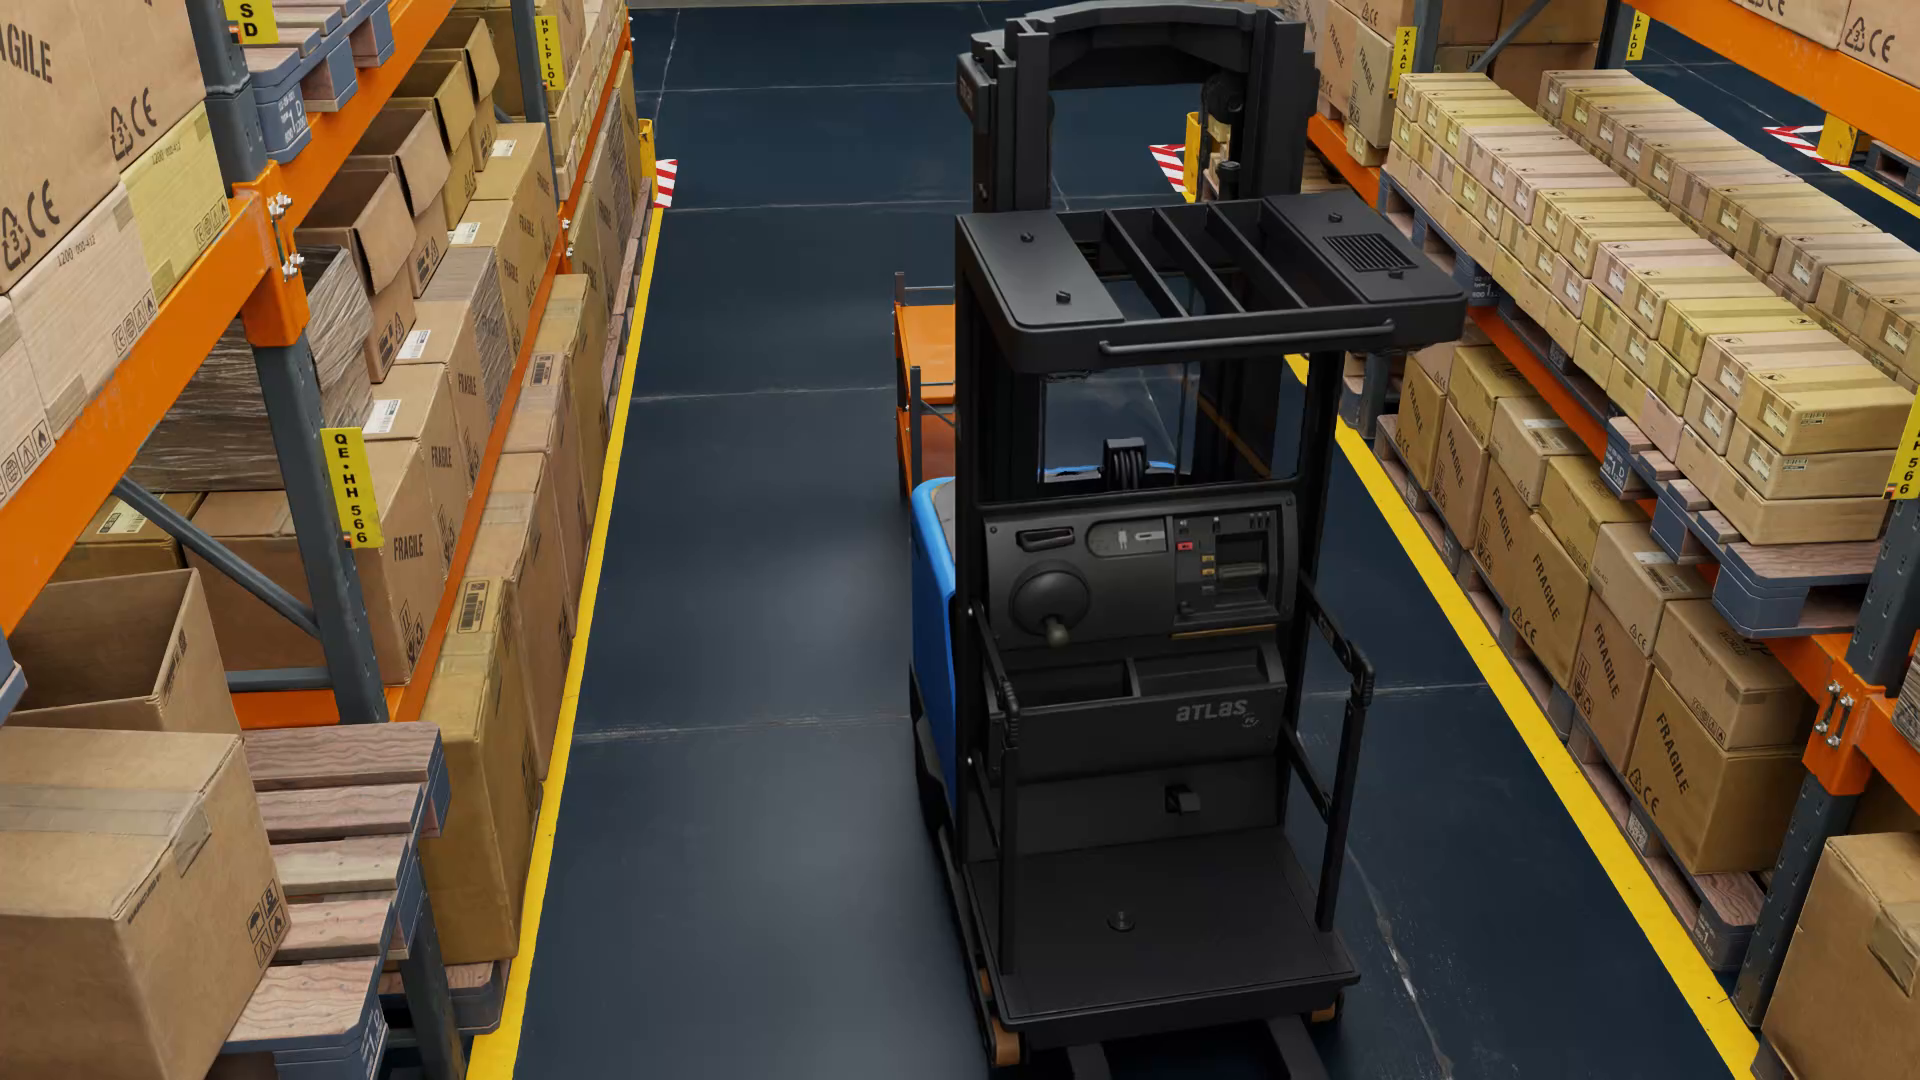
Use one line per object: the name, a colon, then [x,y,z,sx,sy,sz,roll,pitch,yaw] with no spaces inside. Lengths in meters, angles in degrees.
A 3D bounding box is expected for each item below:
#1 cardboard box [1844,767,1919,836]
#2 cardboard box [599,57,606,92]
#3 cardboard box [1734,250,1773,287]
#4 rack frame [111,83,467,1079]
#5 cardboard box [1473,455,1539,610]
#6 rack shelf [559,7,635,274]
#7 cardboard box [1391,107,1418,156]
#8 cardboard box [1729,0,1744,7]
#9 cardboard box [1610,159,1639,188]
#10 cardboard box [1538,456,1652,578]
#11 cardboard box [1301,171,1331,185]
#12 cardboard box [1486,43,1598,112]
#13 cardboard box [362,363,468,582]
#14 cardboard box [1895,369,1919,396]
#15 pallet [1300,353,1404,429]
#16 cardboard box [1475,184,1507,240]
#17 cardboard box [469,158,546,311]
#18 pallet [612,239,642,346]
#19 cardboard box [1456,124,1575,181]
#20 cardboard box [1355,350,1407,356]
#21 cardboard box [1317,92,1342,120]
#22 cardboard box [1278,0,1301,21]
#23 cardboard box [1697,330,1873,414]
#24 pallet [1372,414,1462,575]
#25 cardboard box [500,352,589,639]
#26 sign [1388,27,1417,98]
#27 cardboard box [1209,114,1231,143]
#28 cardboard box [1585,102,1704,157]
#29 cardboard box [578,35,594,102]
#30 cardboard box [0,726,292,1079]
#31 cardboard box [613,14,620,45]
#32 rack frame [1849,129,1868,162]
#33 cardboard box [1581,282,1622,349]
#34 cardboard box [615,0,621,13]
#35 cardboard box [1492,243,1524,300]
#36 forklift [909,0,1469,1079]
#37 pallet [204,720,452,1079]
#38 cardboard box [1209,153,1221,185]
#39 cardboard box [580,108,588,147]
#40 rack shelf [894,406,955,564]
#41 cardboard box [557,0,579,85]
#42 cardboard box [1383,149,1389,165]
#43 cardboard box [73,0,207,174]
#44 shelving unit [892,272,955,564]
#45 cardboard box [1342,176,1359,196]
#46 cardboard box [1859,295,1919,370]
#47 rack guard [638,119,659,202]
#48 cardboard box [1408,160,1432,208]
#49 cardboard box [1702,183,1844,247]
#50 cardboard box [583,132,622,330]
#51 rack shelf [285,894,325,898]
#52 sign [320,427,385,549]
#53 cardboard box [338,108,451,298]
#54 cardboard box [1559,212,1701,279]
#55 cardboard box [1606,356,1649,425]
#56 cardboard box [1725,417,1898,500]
cardboard box: [3.142,0.706,5.671,0.500,0.500,0.500,-4,31,-7]
cardboard box: [-2.237,-2.658,9.519,0.380,0.149,0.250,-2,31,-4]
cardboard box: [2.987,-0.928,5.923,0.380,0.149,0.250,-3,31,-5]
rack frame: [-1.993,0.372,4.201,1.000,3.000,0.127,-3,31,-5]
cardboard box: [2.499,-0.036,6.913,0.500,0.500,0.500,-2,31,-4]
rack shelf: [-2.554,-2.382,9.514,1.077,0.370,4.000,-3,31,-5]
cardboard box: [2.159,-1.833,7.439,0.380,0.149,0.250,-2,31,-4]
cardboard box: [2.546,-1.934,5.040,0.500,0.500,0.500,-3,31,-5]
cardboard box: [2.890,-1.462,6.817,0.380,0.149,0.250,-4,31,-6]
cardboard box: [2.539,-0.097,6.284,0.500,0.250,0.500,-2,31,-3]
cardboard box: [2.060,-2.155,10.223,0.380,0.149,0.250,-2,31,-4]
cardboard box: [2.785,-2.291,8.273,0.500,0.500,0.500,-3,31,-5]
cardboard box: [-1.818,-0.195,5.054,0.500,0.500,0.500,-4,31,-6]
cardboard box: [3.082,-0.408,5.054,0.380,0.149,0.250,-1,31,-2]
pallet: [2.483,-1.000,9.218,1.003,0.211,1.213,-3,31,-5]
cardboard box: [2.262,-1.298,6.544,0.380,0.149,0.250,-2,31,-3]
cardboard box: [-2.012,-1.234,6.793,0.500,0.500,0.500,-2,31,-3]
pallet: [-2.478,-1.489,10.037,1.003,0.211,1.213,-3,31,-5]
cardboard box: [2.234,-1.560,6.692,0.380,0.149,0.250,-3,31,-5]
cardboard box: [2.235,-1.085,8.723,0.380,0.149,0.250,-2,31,-4]
cardboard box: [2.168,-2.418,9.118,0.380,0.149,0.250,-4,31,-7]
cardboard box: [2.136,-3.043,9.533,0.500,0.500,0.500,-4,31,-6]
cardboard box: [2.431,-0.498,4.914,0.380,0.149,0.250,-3,31,-5]
pallet: [2.655,-0.261,7.981,1.003,0.211,1.213,-3,31,-5]
cardboard box: [-2.203,-0.156,6.748,1.225,0.875,0.875,-4,31,-6]
sign: [2.041,-2.197,7.660,0.100,0.325,0.005,-3,31,-5]
cardboard box: [1.917,-2.826,11.346,0.380,0.149,0.250,-4,31,-7]
cardboard box: [2.860,-1.719,6.958,0.380,0.149,0.250,-4,31,-6]
cardboard box: [-2.246,-2.504,8.873,0.500,0.250,0.500,-2,31,-3]
cardboard box: [-1.752,0.703,3.140,0.700,0.500,0.500,2,31,3]
cardboard box: [-2.331,-3.177,10.388,0.380,0.149,0.250,-3,31,-4]
rack frame: [7.126,-4.187,11.834,1.000,3.000,0.127,-3,31,-5]
cardboard box: [2.357,-0.769,5.658,0.380,0.149,0.250,-3,31,-5]
cardboard box: [-2.431,-3.541,10.609,0.500,0.250,0.500,-3,31,-5]
cardboard box: [2.287,-1.039,6.399,0.380,0.149,0.250,-3,31,-5]
forklift: [0.573,0.141,4.656,1.130,2.935,3.031,-5,31,-9]
pallet: [-1.821,0.814,3.650,1.213,0.211,1.003,-3,31,-5]
cardboard box: [1.937,-2.572,11.501,0.380,0.149,0.250,-2,31,-4]
cardboard box: [-2.140,-2.132,8.639,0.380,0.149,0.250,-4,31,-6]
rack shelf: [-0.001,-0.276,7.593,0.538,0.278,1.000,-3,31,-5]
cardboard box: [-2.196,-2.564,8.242,0.500,0.500,0.500,-3,31,-5]
cardboard box: [2.321,-1.883,8.222,0.380,0.149,0.250,-3,31,-5]
cardboard box: [-1.700,-0.941,2.890,0.500,0.500,0.500,-2,31,-3]
shelving unit: [-0.001,-0.486,7.467,0.538,1.125,1.048,-3,31,-5]
cardboard box: [2.581,-2.185,10.273,0.380,0.149,0.250,-4,31,-6]
cardboard box: [3.058,-0.649,5.167,0.380,0.149,0.250,-3,31,-5]
rack guard: [-2.743,-2.651,11.701,1.175,0.500,0.348,-3,31,-5]
cardboard box: [2.191,-1.564,7.278,0.380,0.149,0.250,-2,31,-4]
cardboard box: [2.960,-1.185,6.064,0.380,0.149,0.250,-3,31,-5]
cardboard box: [-2.433,-1.738,9.397,0.875,0.875,0.875,-3,31,-5]
rack shelf: [-1.807,1.702,2.676,1.077,0.370,4.000,-3,31,-5]
sign: [-1.454,-0.121,3.976,0.100,0.325,0.005,-3,31,-5]
cardboard box: [-2.173,-1.150,5.675,0.797,0.503,0.637,-2,31,-3]
cardboard box: [2.333,-1.030,5.804,0.380,0.149,0.250,-1,31,-2]
cardboard box: [2.385,-0.501,5.500,0.380,0.149,0.250,-3,31,-5]
cardboard box: [2.455,-0.244,4.779,0.380,0.149,0.250,-2,31,-4]
